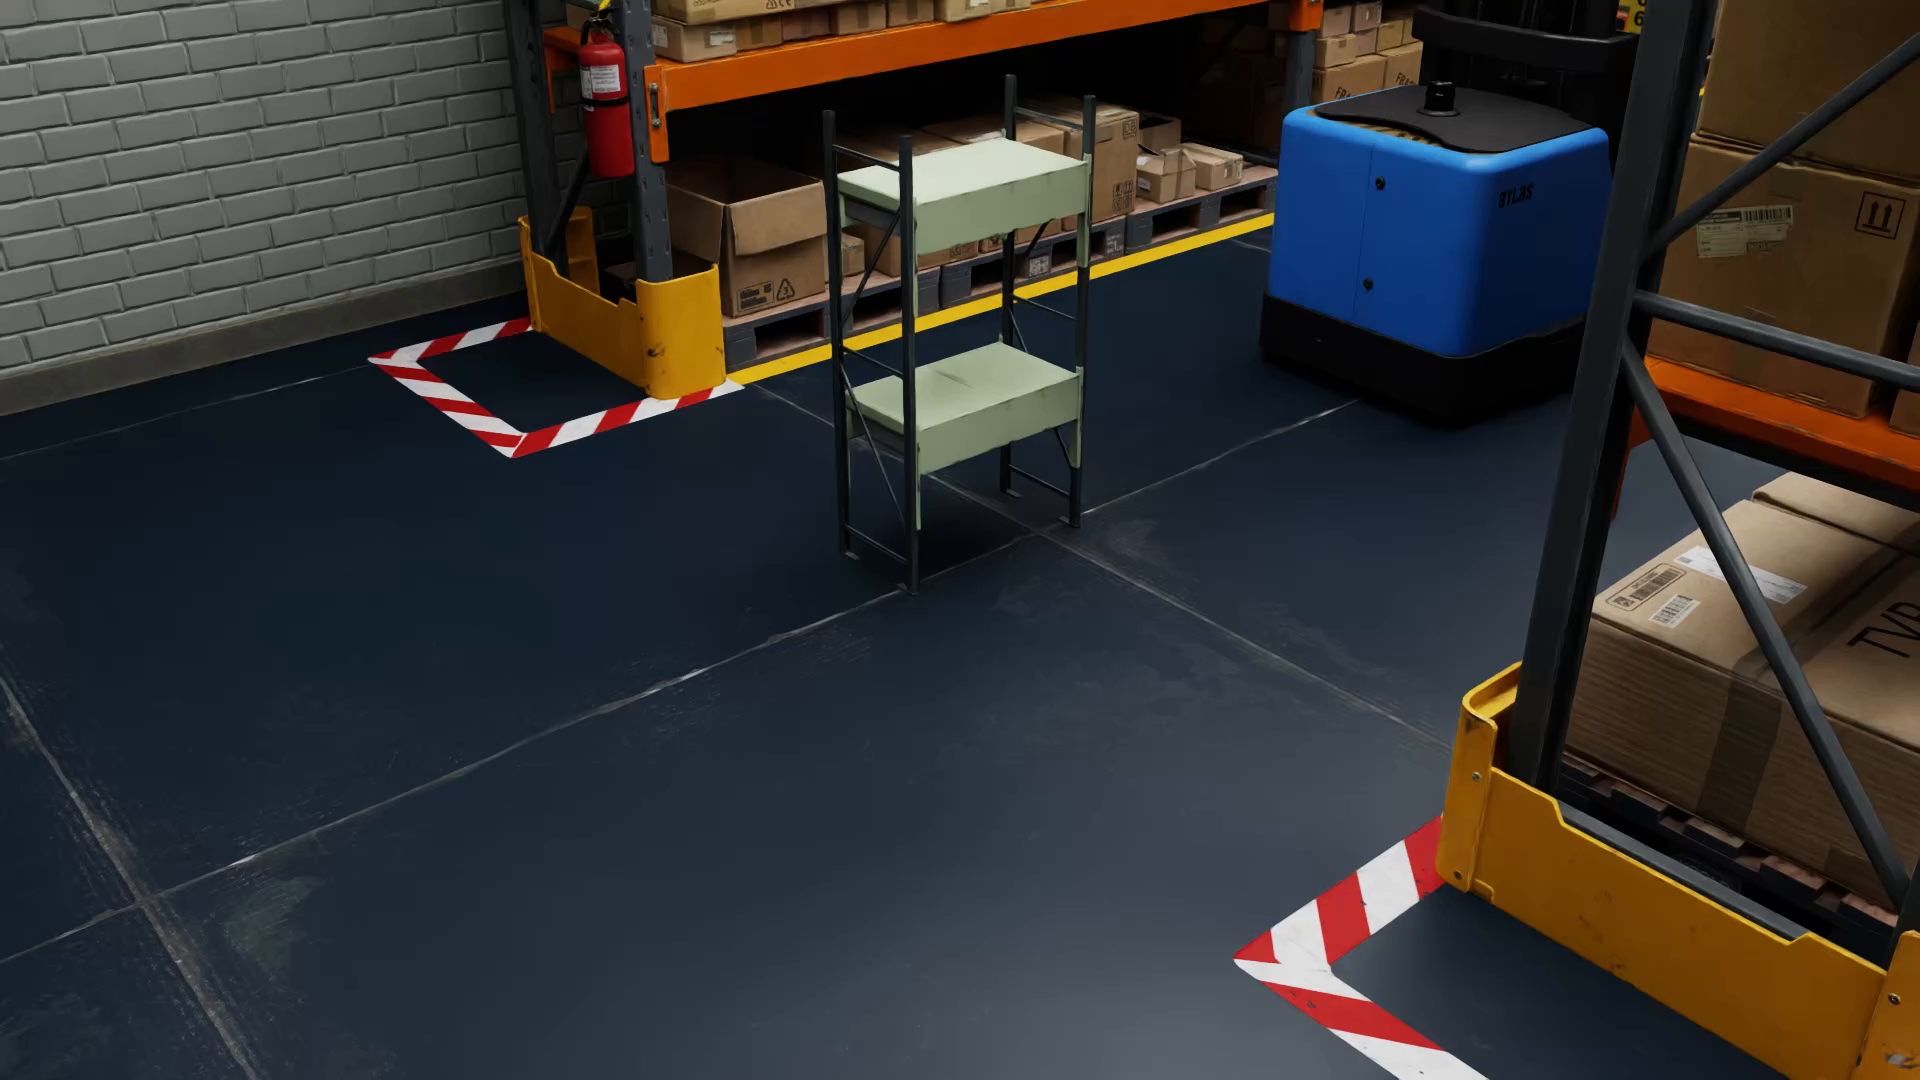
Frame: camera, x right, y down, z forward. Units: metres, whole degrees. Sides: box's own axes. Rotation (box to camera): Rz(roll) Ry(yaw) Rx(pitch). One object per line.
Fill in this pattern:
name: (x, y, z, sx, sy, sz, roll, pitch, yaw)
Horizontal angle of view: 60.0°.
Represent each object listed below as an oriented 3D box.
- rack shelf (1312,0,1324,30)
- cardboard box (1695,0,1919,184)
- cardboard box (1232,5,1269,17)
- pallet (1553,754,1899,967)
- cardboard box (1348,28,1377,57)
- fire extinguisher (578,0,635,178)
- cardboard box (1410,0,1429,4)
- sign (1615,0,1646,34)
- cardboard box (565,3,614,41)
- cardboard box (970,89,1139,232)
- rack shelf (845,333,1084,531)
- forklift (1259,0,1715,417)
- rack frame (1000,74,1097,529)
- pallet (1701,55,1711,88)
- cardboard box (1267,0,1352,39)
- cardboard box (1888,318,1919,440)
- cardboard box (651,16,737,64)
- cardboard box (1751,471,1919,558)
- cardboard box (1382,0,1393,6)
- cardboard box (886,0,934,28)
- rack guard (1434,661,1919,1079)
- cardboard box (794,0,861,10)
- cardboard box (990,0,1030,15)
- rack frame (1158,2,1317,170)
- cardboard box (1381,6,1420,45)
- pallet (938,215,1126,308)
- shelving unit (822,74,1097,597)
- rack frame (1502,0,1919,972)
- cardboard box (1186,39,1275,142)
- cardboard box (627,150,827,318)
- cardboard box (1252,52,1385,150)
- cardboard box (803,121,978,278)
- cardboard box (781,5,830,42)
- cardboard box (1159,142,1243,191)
rack shelf: (3.039, -3.641, 10.143, 4.000, 0.370, 1.077, -22, 35, -35)
cardboard box: (1.911, -1.062, 3.387, 0.500, 0.500, 0.500, -21, 34, -33)
cardboard box: (1.807, -3.013, 9.724, 0.250, 0.149, 0.380, -22, 35, -35)
pallet: (2.257, 0.613, 4.378, 1.213, 0.211, 1.003, -22, 35, -35)
cardboard box: (2.124, -2.842, 9.403, 0.250, 0.149, 0.380, -23, 36, -36)
fire extinguisher: (-1.337, -1.713, 6.251, 0.183, 0.674, 0.296, -22, 35, -35)
cardboard box: (2.916, -3.151, 9.982, 0.250, 0.149, 0.380, -20, 34, -33)
sign: (1.357, -1.158, 3.254, 0.005, 0.325, 0.100, -22, 35, -35)
cardboard box: (-1.448, -2.209, 6.968, 0.250, 0.149, 0.380, -22, 35, -35)
cardboard box: (0.467, -1.923, 8.373, 0.500, 0.500, 0.700, -23, 36, -37)
rack shelf: (0.005, -0.376, 5.554, 0.720, 0.370, 0.431, -22, 35, -35)
forklift: (2.758, -2.336, 7.011, 3.031, 2.935, 1.130, -21, 34, -33)
rack frame: (0.284, -0.775, 5.610, 0.023, 1.500, 0.400, -22, 35, -35)
pallet: (5.212, -3.578, 12.221, 1.213, 0.211, 1.003, -22, 35, -35)
cardboard box: (1.924, -2.882, 9.163, 0.250, 0.149, 0.380, -23, 35, -36)
cardboard box: (2.251, -0.432, 3.269, 0.500, 0.500, 0.500, -22, 35, -35)
cardboard box: (-1.097, -2.014, 6.602, 0.250, 0.149, 0.380, -22, 35, -35)
cardboard box: (2.827, 0.080, 4.690, 0.875, 0.438, 0.875, -21, 34, -34)
cardboard box: (2.409, -3.243, 10.155, 0.250, 0.149, 0.380, -21, 34, -34)
cardboard box: (-0.326, -2.340, 7.212, 0.250, 0.149, 0.380, -21, 35, -34)
rack guard: (1.681, 0.766, 3.786, 0.348, 0.500, 1.175, -22, 35, -35)
cardboard box: (-0.622, -2.384, 6.872, 0.500, 0.250, 0.500, -21, 35, -34)
cardboard box: (0.102, -2.478, 7.471, 0.250, 0.149, 0.380, -21, 35, -34)
rack frame: (1.518, -3.346, 8.829, 0.127, 3.000, 1.000, -22, 35, -35)
cardboard box: (2.511, -3.013, 9.724, 0.250, 0.149, 0.380, -23, 35, -36)
pallet: (0.066, -1.531, 8.391, 1.213, 0.211, 1.003, -22, 35, -35)
shelving unit: (0.005, -0.664, 5.400, 0.755, 1.500, 0.431, -22, 35, -35)
rack frame: (1.699, -0.344, 3.211, 0.127, 3.000, 1.000, -22, 35, -35)
cardboard box: (1.699, -2.685, 9.798, 0.500, 0.500, 0.500, -22, 35, -35)
cardboard box: (-0.999, -1.360, 7.315, 0.637, 0.503, 0.797, -24, 36, -37)
cardboard box: (2.032, -2.496, 9.445, 0.500, 0.500, 0.500, -20, 34, -33)
cardboard box: (-0.323, -1.606, 7.779, 0.500, 0.500, 0.700, -20, 34, -33)
cardboard box: (-0.756, -2.201, 6.953, 0.250, 0.149, 0.380, -22, 35, -36)
cardboard box: (1.284, -1.998, 8.886, 0.250, 0.149, 0.380, -23, 36, -36)
